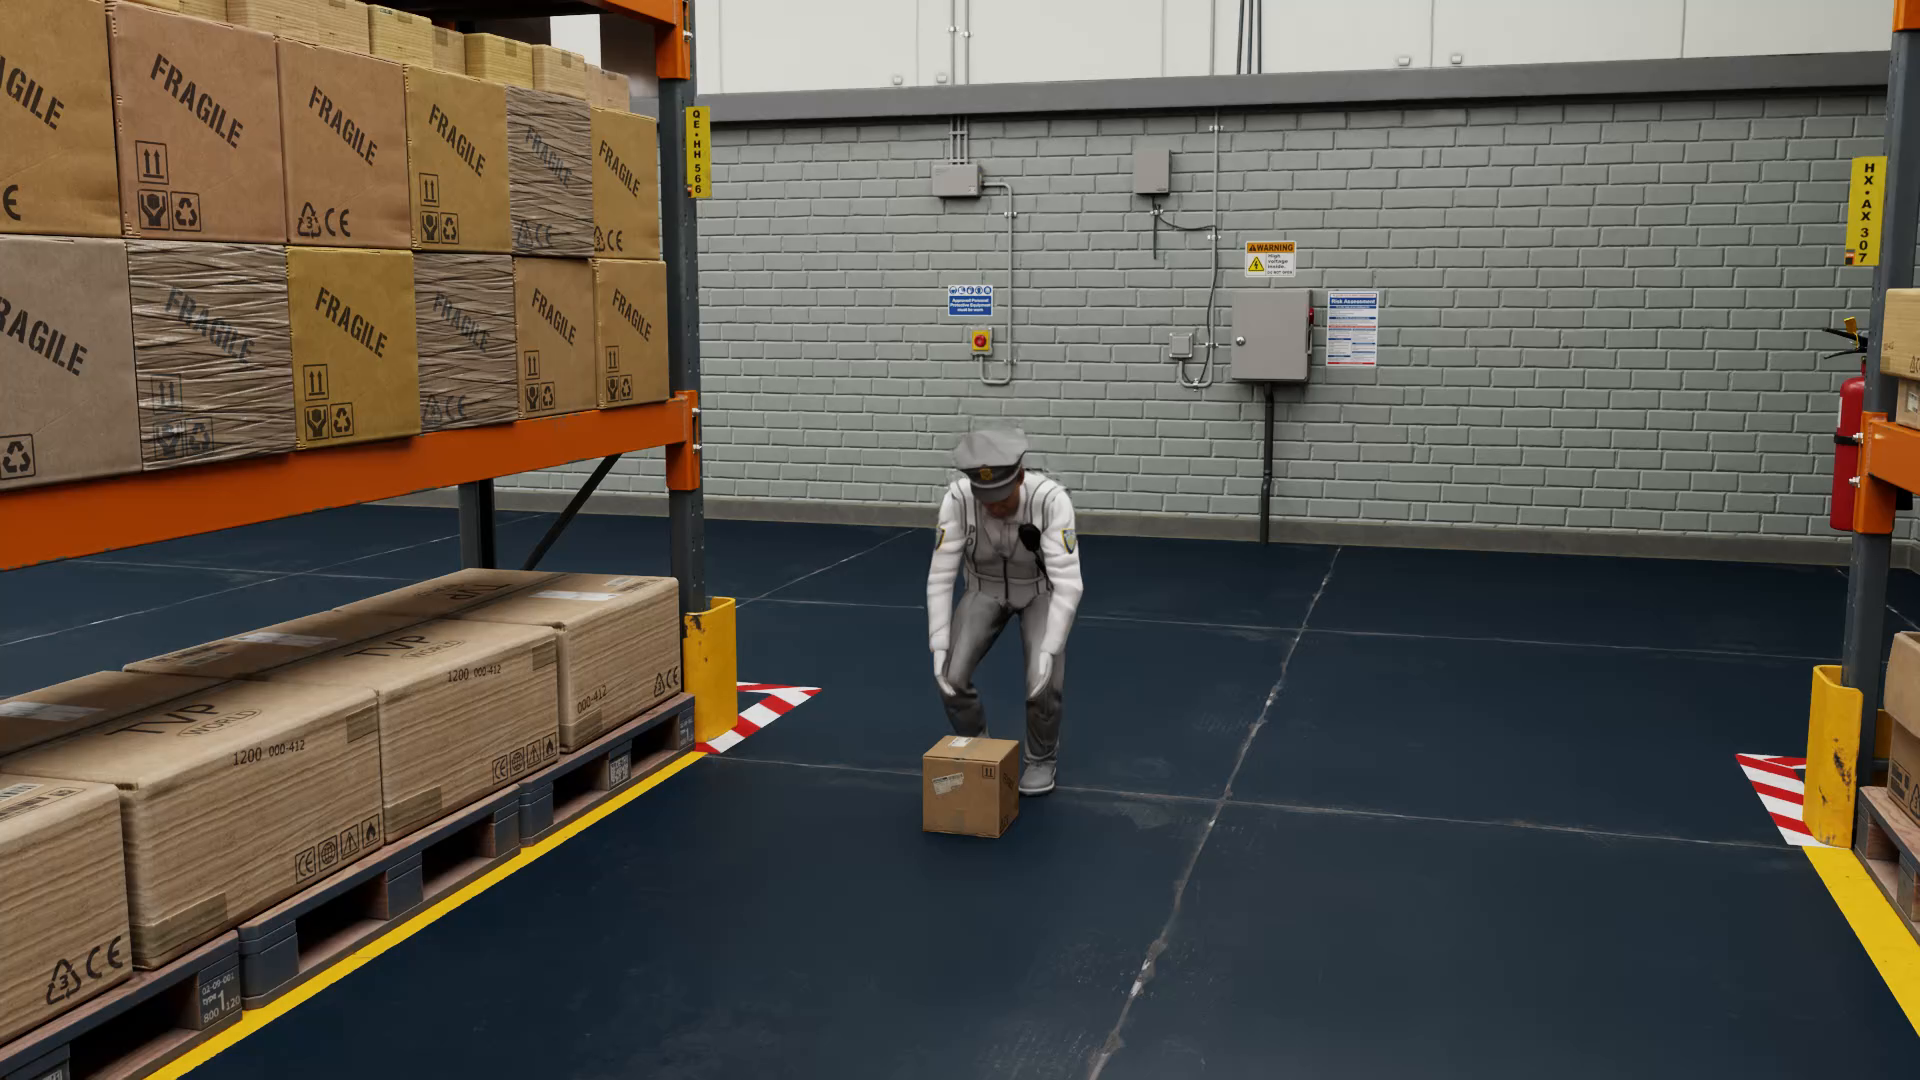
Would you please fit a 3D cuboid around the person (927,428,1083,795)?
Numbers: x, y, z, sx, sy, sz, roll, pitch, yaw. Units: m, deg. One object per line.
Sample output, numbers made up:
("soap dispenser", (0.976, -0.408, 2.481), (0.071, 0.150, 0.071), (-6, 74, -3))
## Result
("person", (0.171, 0.239, 5.619), (0.531, 1.263, 0.765), (2, 9, 16))
